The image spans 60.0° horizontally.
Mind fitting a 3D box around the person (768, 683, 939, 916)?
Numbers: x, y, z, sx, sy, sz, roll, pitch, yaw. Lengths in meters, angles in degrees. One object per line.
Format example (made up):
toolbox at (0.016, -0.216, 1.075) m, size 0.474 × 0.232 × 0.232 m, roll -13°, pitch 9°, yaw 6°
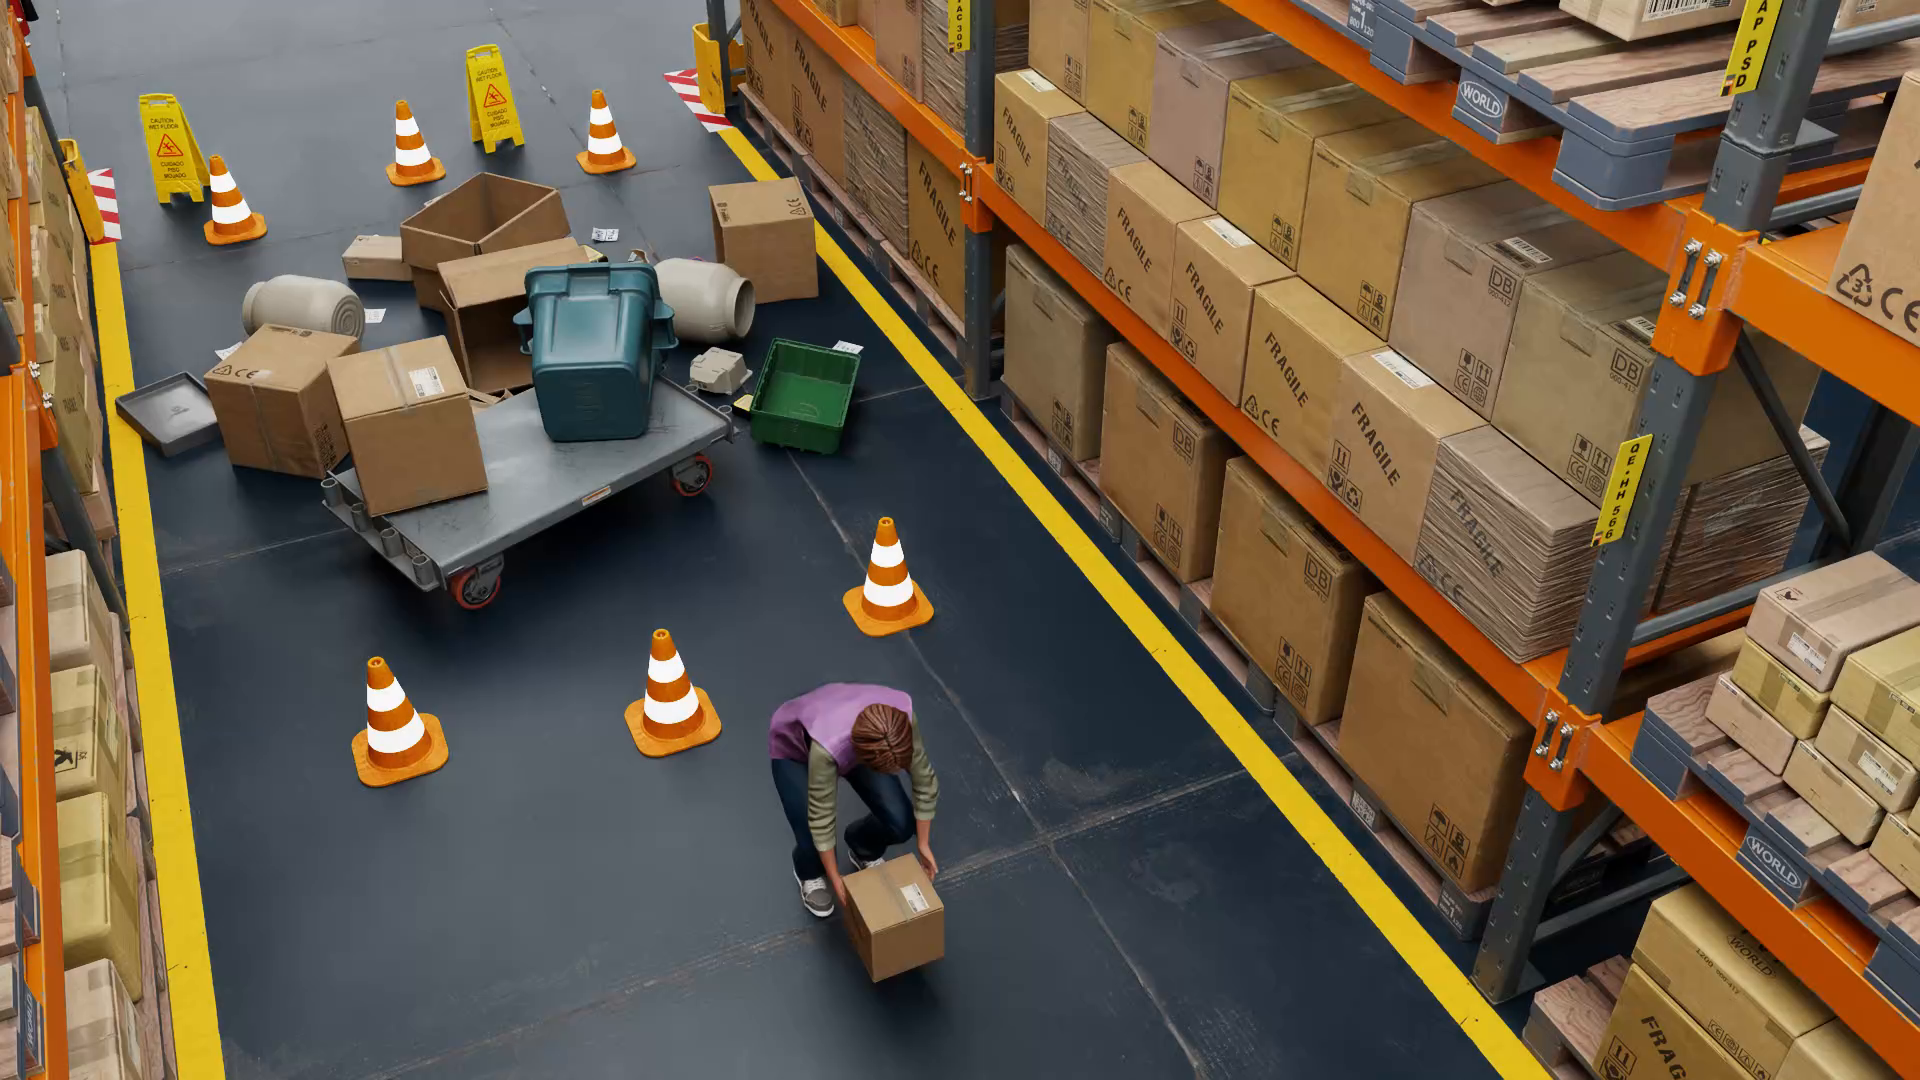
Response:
person at (-0.356, 0.821, 5.531) m, size 0.461 × 1.072 × 0.745 m, roll -16°, pitch 41°, yaw -20°
